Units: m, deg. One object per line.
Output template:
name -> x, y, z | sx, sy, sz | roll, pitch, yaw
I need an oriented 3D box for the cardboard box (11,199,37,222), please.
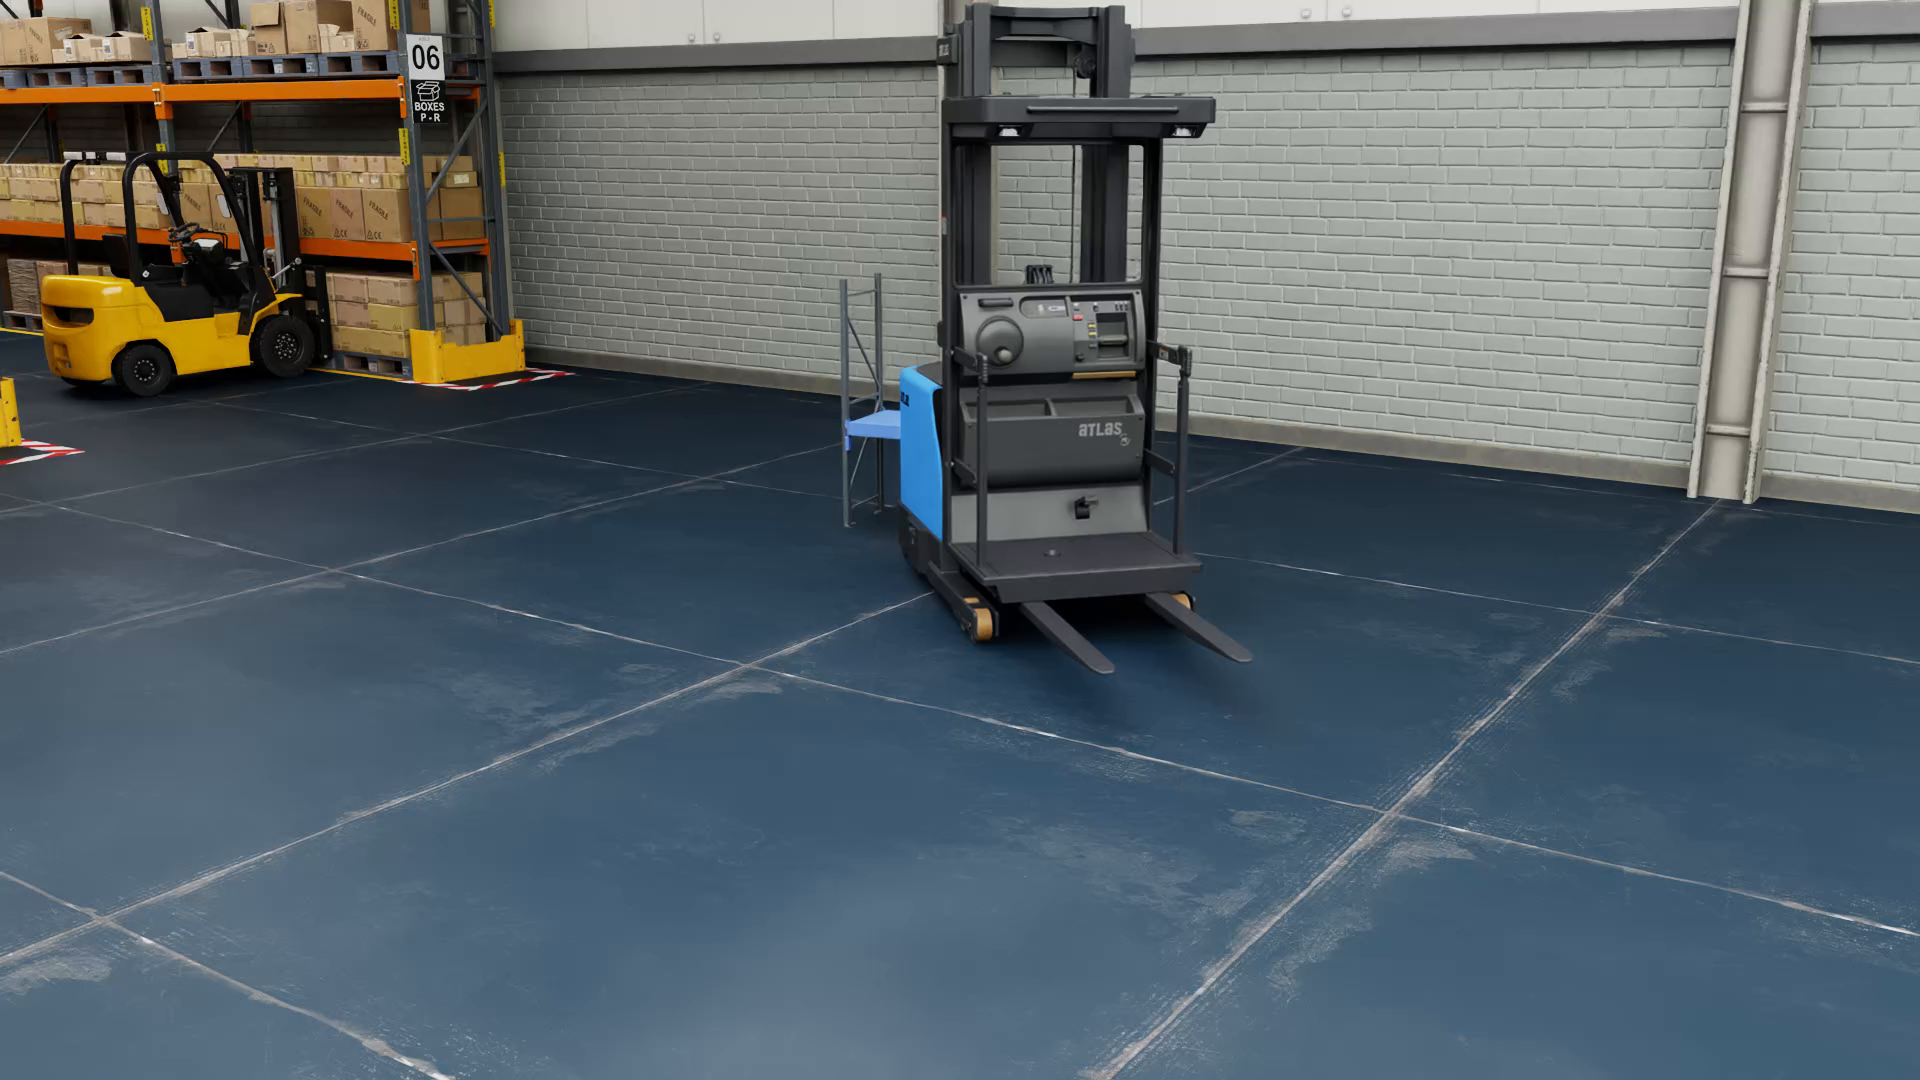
cardboard box -> -10.829, -3.905, 19.667 | 0.500, 0.250, 0.500 | 9, 16, 32

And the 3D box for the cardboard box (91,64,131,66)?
cardboard box -> -9.666, -5.479, 18.876 | 0.250, 0.166, 0.380 | 9, 17, 33

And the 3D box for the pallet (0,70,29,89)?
pallet -> -10.863, -5.446, 19.730 | 1.003, 0.211, 1.213 | 10, 17, 35

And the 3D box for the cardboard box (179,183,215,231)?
cardboard box -> -7.934, -3.555, 17.733 | 0.500, 0.500, 0.500 | 9, 16, 31

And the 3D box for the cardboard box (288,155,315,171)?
cardboard box -> -6.528, -3.800, 16.754 | 0.250, 0.149, 0.380 | 9, 17, 34

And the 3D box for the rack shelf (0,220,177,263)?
rack shelf -> -9.816, -3.537, 19.366 | 4.000, 0.370, 1.077 | 9, 17, 33

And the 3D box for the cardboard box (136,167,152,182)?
cardboard box -> -8.788, -4.014, 18.237 | 0.250, 0.149, 0.380 | 9, 16, 32

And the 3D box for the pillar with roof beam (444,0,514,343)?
pillar with roof beam -> -7.315, -5.408, 12.944 | 0.400, 9.000, 9.100 | 9, 17, 33

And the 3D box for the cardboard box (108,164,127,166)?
cardboard box -> -9.808, -4.312, 19.444 | 0.250, 0.149, 0.380 | 10, 17, 34

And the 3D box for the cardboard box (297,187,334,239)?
cardboard box -> -6.243, -3.284, 16.638 | 0.500, 0.500, 0.500 | 9, 16, 32

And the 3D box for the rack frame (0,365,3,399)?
rack frame -> -7.605, -2.091, 12.029 | 0.127, 3.000, 1.000 | 9, 17, 33

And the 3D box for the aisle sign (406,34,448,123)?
aisle sign -> -4.947, -4.276, 15.444 | 0.004, 0.787, 0.394 | 9, 17, 33

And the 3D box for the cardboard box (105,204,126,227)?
cardboard box -> -9.141, -3.627, 18.544 | 0.500, 0.250, 0.500 | 9, 17, 32

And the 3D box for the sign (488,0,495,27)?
sign -> -4.523, -5.110, 15.998 | 0.005, 0.325, 0.100 | 9, 17, 33

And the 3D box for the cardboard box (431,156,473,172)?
cardboard box -> -4.997, -3.677, 16.257 | 0.250, 0.149, 0.380 | 9, 16, 32

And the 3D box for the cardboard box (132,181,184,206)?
cardboard box -> -8.707, -3.803, 18.214 | 0.500, 0.250, 0.500 | 9, 16, 32

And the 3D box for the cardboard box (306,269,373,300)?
cardboard box -> -6.245, -2.569, 16.724 | 0.500, 0.250, 0.500 | 9, 17, 34

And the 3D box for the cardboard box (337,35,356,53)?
cardboard box -> -5.694, -4.719, 15.841 | 0.250, 0.149, 0.380 | 9, 16, 31

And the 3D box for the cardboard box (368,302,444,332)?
cardboard box -> -5.416, -2.196, 16.261 | 0.500, 0.250, 0.500 | 9, 16, 32

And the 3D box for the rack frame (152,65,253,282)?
rack frame -> -8.157, -3.618, 18.196 | 0.127, 3.000, 1.000 | 9, 17, 33

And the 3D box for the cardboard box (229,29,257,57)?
cardboard box -> -7.094, -5.002, 16.741 | 0.258, 0.266, 0.396 | 9, 16, 31

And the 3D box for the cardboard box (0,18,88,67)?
cardboard box -> -10.536, -5.718, 19.147 | 0.500, 0.500, 0.700 | 9, 16, 32

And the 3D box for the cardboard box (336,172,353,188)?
cardboard box -> -5.891, -3.546, 16.349 | 0.250, 0.149, 0.380 | 9, 17, 32

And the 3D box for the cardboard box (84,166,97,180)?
cardboard box -> -9.641, -4.148, 18.781 | 0.250, 0.149, 0.380 | 9, 17, 33

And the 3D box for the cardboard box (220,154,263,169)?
cardboard box -> -7.417, -3.919, 17.237 | 0.250, 0.149, 0.380 | 10, 17, 34

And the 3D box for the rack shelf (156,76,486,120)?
rack shelf -> -6.497, -4.457, 16.839 | 4.000, 0.370, 1.077 | 9, 17, 33

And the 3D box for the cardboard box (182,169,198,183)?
cardboard box -> -8.039, -3.886, 17.722 | 0.250, 0.149, 0.380 | 9, 16, 32

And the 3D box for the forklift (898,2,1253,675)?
forklift -> 0.513, -1.040, 7.925 | 1.130, 2.935, 3.031 | -4, 14, -14

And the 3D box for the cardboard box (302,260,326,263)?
cardboard box -> -7.211, -2.880, 17.983 | 0.500, 0.250, 0.500 | 9, 16, 32

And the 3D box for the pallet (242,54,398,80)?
pallet -> -6.426, -4.758, 16.743 | 1.213, 0.211, 1.003 | 9, 17, 33

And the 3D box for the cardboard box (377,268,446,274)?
cardboard box -> -5.547, -2.604, 16.869 | 0.500, 0.250, 0.500 | 9, 17, 33

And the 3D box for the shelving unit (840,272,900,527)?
shelving unit -> -0.130, -0.813, 9.986 | 1.048, 1.500, 0.538 | 6, 15, 23

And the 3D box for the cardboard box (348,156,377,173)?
cardboard box -> -5.707, -3.652, 16.156 | 0.250, 0.149, 0.380 | 10, 17, 34

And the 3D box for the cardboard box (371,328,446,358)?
cardboard box -> -5.404, -1.951, 16.309 | 0.500, 0.250, 0.500 | 9, 17, 33

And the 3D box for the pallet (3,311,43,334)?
pallet -> -10.814, -2.683, 20.221 | 1.213, 0.211, 1.003 | 9, 17, 33

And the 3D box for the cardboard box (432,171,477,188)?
cardboard box -> -4.974, -3.542, 16.332 | 0.250, 0.149, 0.380 | 9, 16, 31

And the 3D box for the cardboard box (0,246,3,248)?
cardboard box -> -12.608, -3.730, 21.629 | 0.250, 0.149, 0.380 | 9, 16, 32

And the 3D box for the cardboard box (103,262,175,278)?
cardboard box -> -9.235, -2.842, 19.131 | 0.625, 0.625, 0.875 | 9, 17, 32

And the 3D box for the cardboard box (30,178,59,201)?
cardboard box -> -10.405, -4.075, 19.313 | 0.500, 0.250, 0.500 | 9, 16, 31

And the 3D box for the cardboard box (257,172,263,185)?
cardboard box -> -6.993, -3.709, 17.005 | 0.250, 0.149, 0.380 | 9, 16, 31

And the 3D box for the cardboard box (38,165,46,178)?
cardboard box -> -10.477, -4.291, 19.357 | 0.250, 0.149, 0.380 | 9, 17, 33

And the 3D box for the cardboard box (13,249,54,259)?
cardboard box -> -11.734, -3.592, 21.069 | 0.250, 0.149, 0.380 | 10, 17, 36

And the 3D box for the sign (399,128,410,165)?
sign -> -5.152, -3.652, 15.432 | 0.005, 0.325, 0.100 | 9, 17, 33

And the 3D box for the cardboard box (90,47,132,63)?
cardboard box -> -9.239, -5.291, 18.154 | 0.250, 0.149, 0.380 | 9, 17, 33
